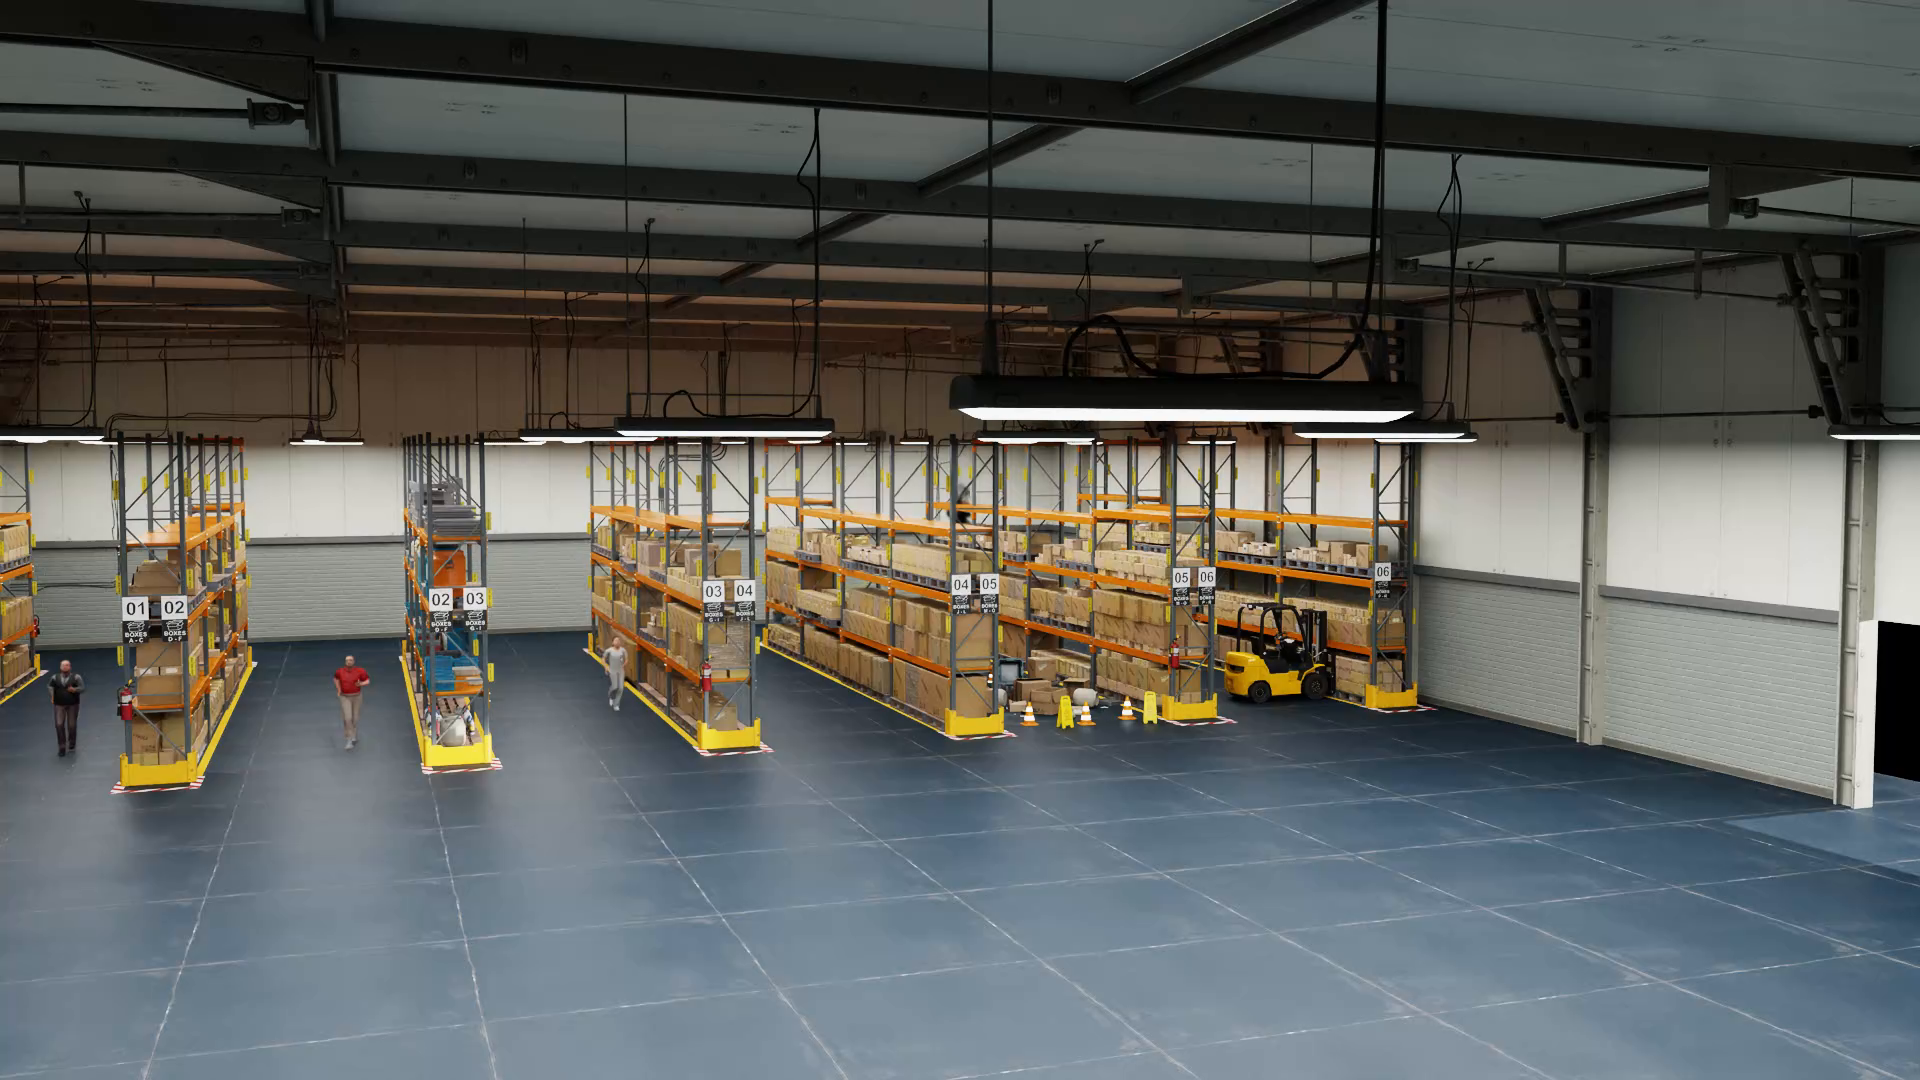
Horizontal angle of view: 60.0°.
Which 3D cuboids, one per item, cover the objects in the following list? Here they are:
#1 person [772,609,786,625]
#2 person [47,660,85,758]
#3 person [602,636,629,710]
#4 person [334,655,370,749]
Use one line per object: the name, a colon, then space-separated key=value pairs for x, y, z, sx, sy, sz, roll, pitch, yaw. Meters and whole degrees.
person: x=-5.418 y=2.123 z=49.786 sx=0.652 sy=1.680 sz=0.765 roll=1 pitch=3 yaw=20
person: x=-16.688 y=3.134 z=31.060 sx=0.643 sy=1.772 sz=0.747 roll=-1 pitch=3 yaw=-25
person: x=-7.481 y=2.900 z=36.234 sx=0.557 sy=1.630 sz=0.553 roll=-2 pitch=4 yaw=-26
person: x=-11.690 y=3.092 z=32.004 sx=0.636 sy=1.778 sz=0.884 roll=-1 pitch=3 yaw=-24
